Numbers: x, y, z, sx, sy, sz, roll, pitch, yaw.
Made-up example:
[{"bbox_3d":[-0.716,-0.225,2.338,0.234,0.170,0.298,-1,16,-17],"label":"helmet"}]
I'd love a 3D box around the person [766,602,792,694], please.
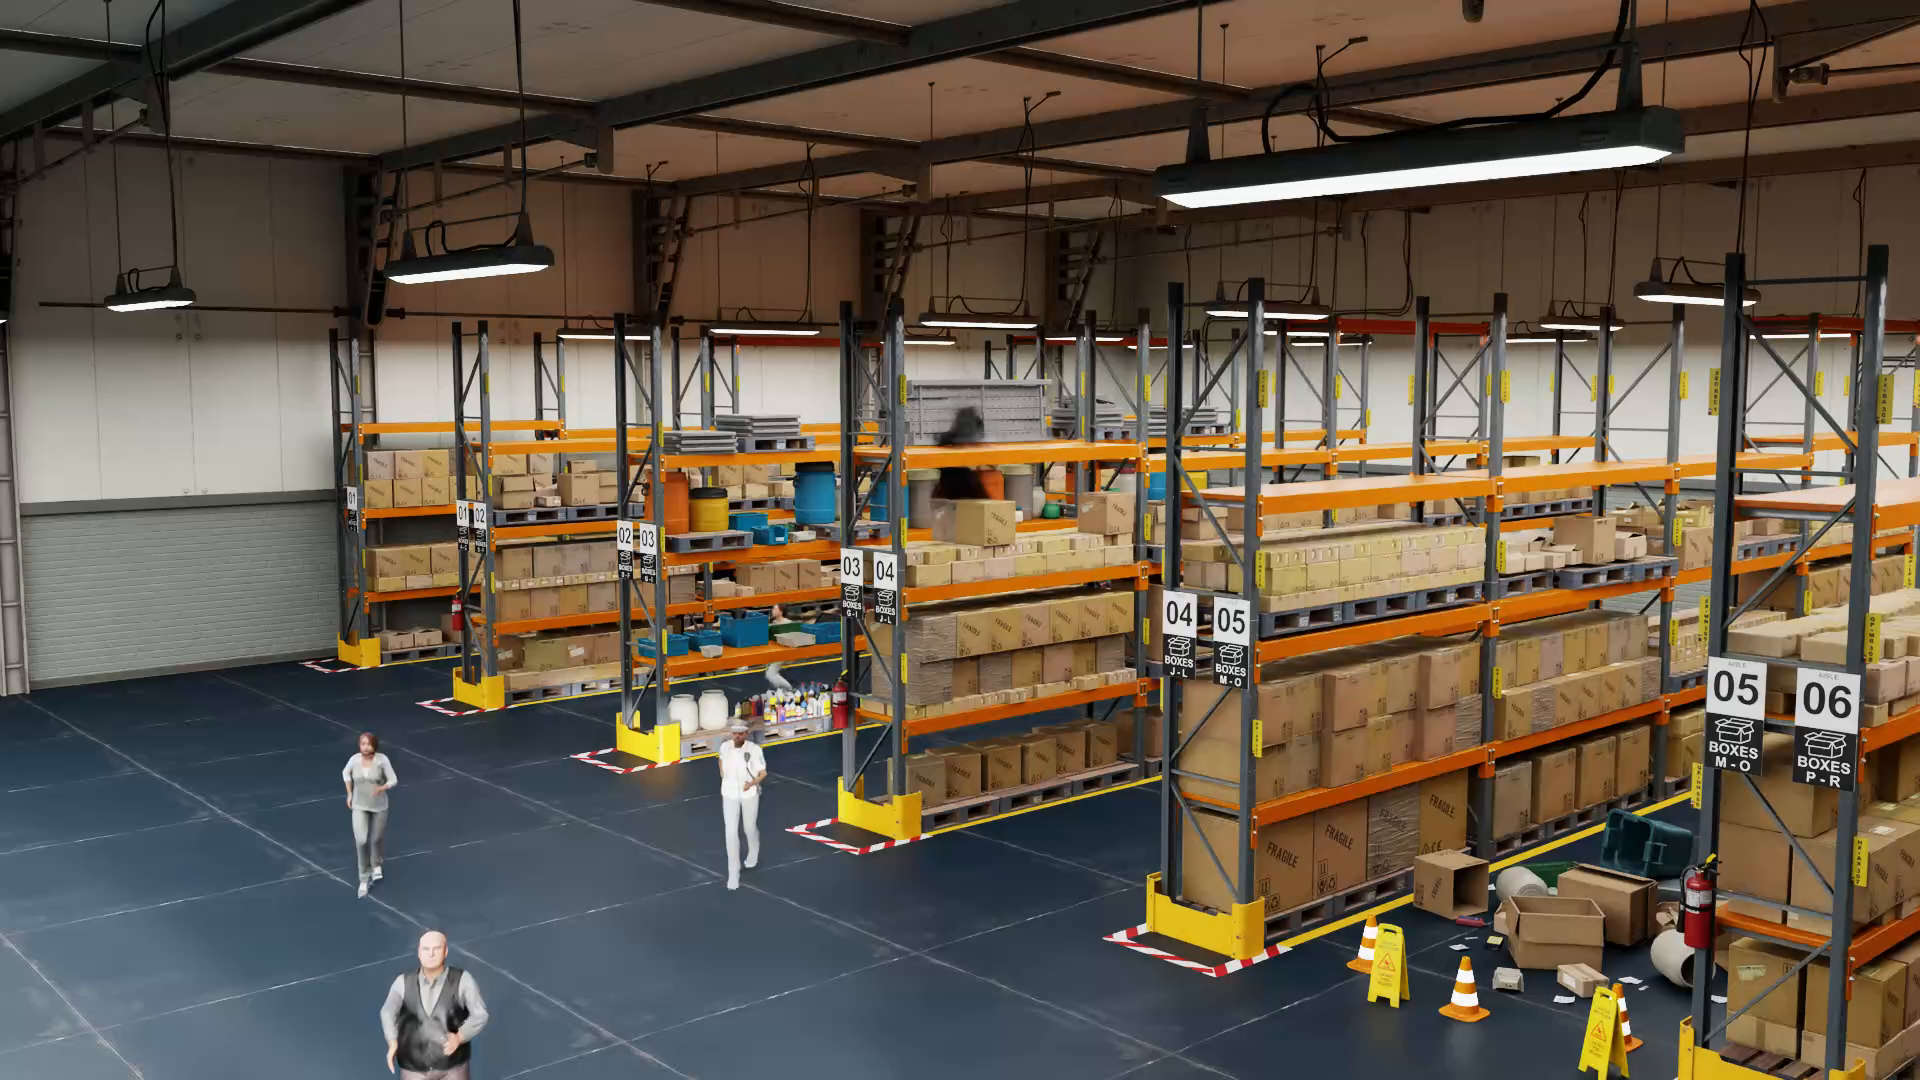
[{"bbox_3d":[-2.837,1.791,25.965,0.528,1.628,0.577,-5,7,-39],"label":"person"}]

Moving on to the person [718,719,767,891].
[{"bbox_3d":[-2.233,2.643,17.080,0.524,1.711,0.879,0,6,-1],"label":"person"}]

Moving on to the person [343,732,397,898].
[{"bbox_3d":[-5.919,2.727,16.714,0.525,1.636,0.715,-2,6,-17],"label":"person"}]

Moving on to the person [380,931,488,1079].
[{"bbox_3d":[-3.308,3.295,10.467,0.668,1.689,0.803,-1,6,-12],"label":"person"}]
